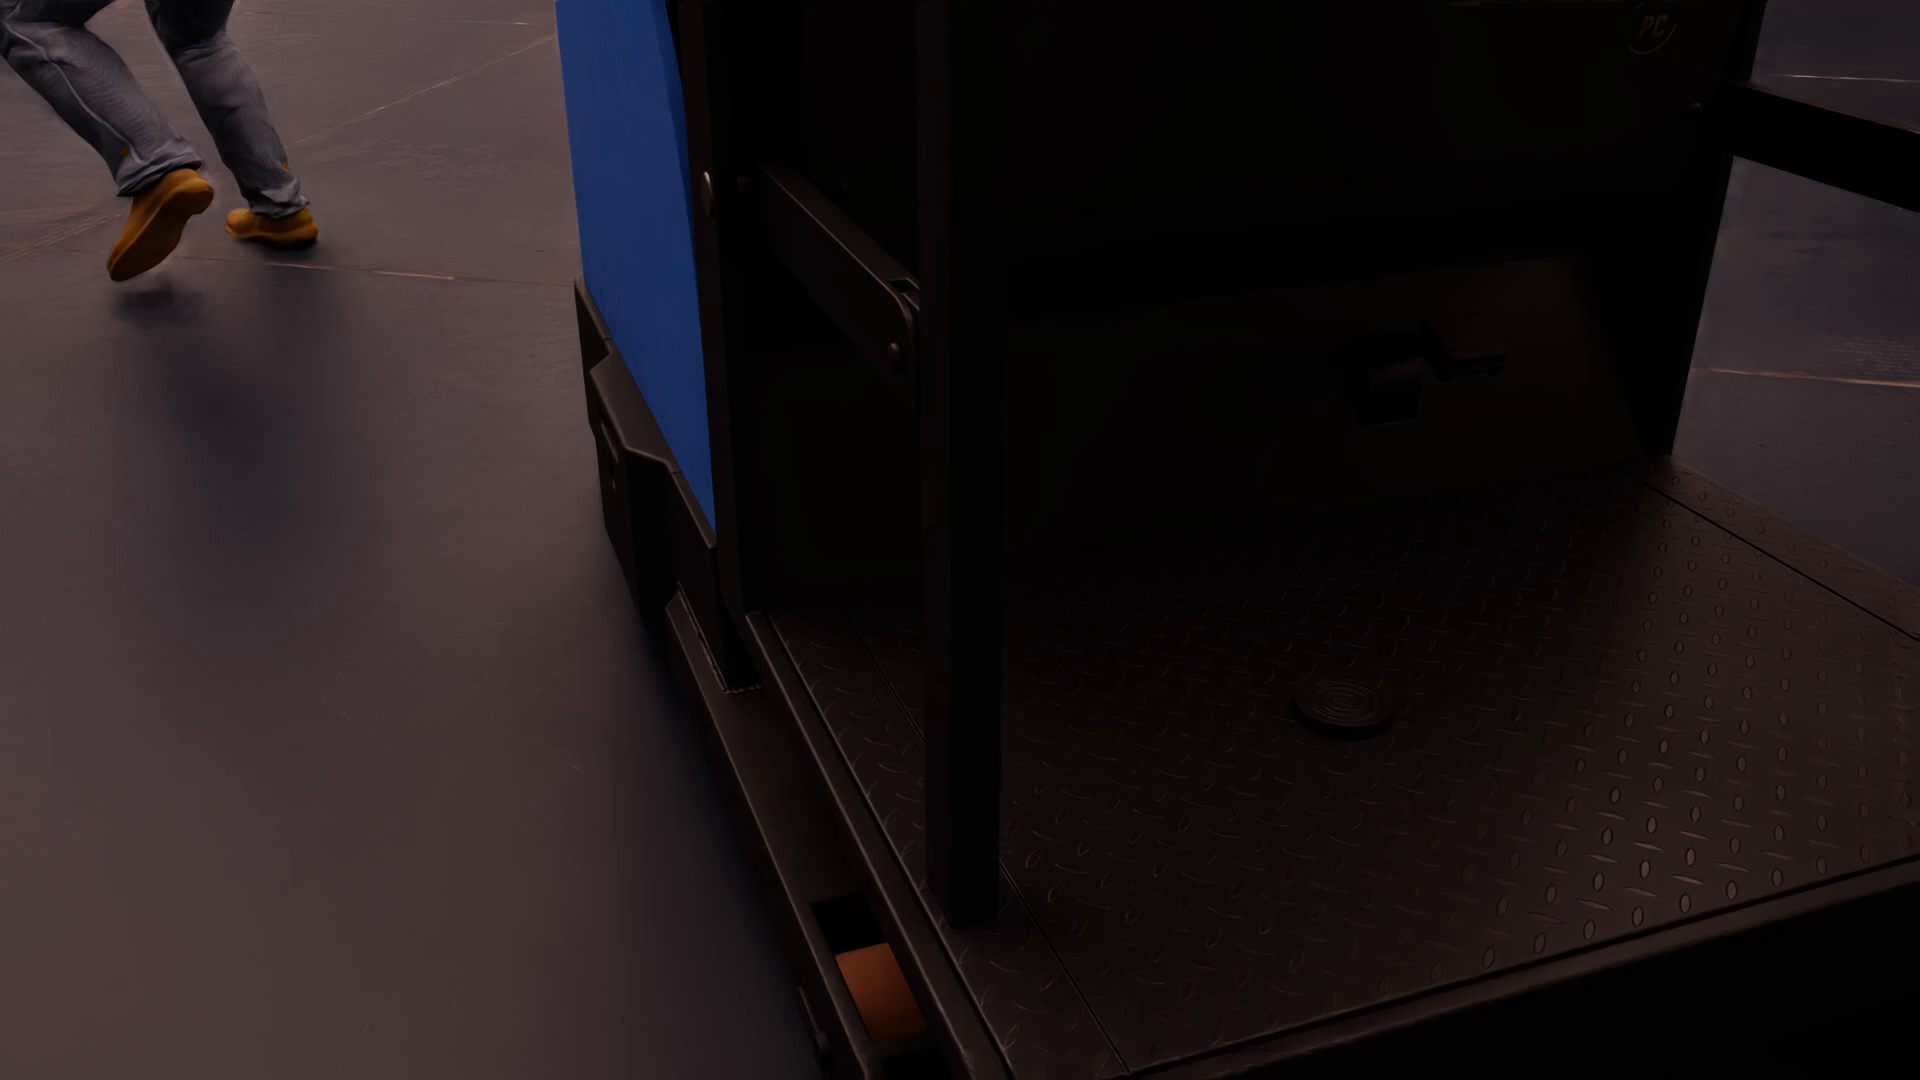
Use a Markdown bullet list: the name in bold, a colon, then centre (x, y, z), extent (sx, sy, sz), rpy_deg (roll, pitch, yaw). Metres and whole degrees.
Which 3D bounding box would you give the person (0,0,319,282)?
- **person**: centre (-1.667, -1.378, 3.406), extent (0.621, 1.664, 0.836), rpy_deg (7, 28, 14)

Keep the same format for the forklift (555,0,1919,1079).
- **forklift**: centre (0.373, -0.917, 1.063), extent (1.130, 2.935, 3.031), rpy_deg (-9, 28, -18)
